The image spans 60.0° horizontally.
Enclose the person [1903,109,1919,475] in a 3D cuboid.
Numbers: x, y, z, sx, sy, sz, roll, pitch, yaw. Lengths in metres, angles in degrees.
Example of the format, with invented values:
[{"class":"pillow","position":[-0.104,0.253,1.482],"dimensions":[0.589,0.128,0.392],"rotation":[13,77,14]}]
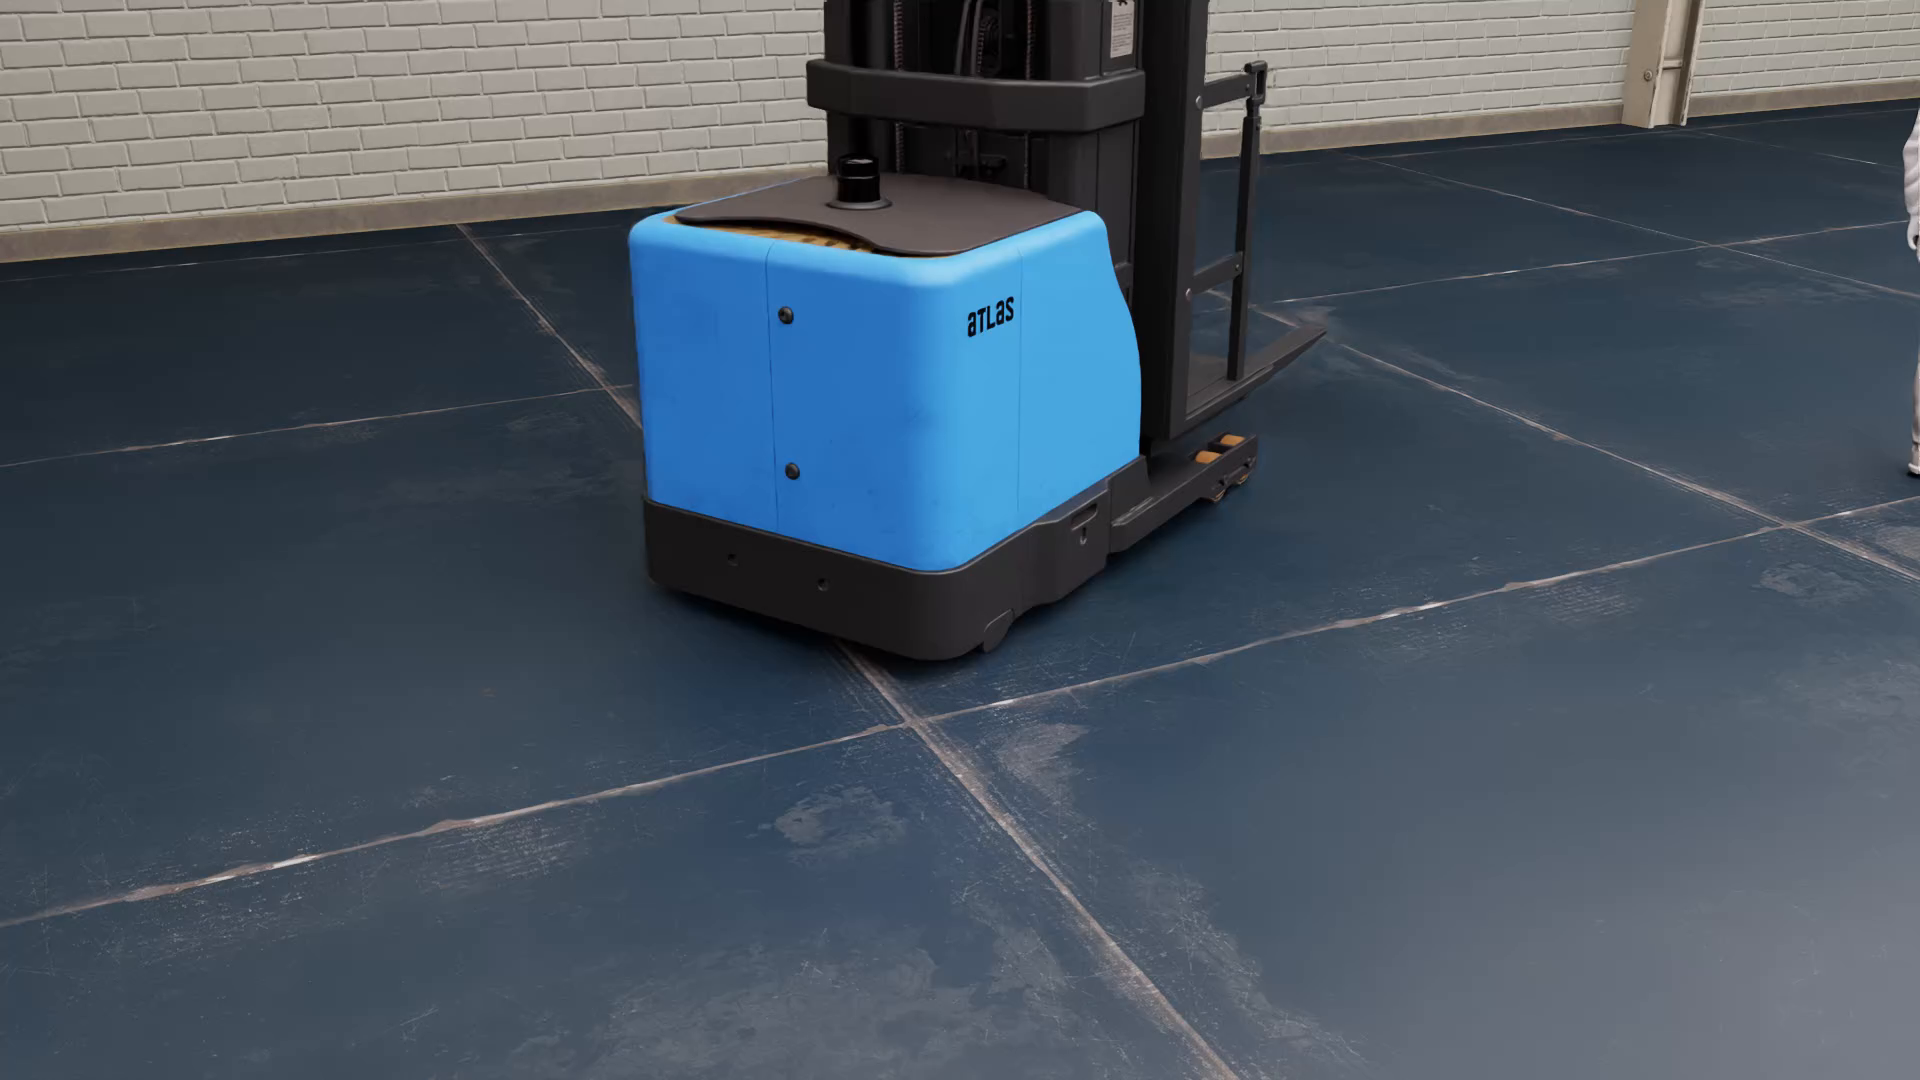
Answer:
[{"class":"person","position":[3.325,-1.013,5.321],"dimensions":[0.528,1.698,0.580],"rotation":[-13,26,-28]}]

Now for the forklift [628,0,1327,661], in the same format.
[{"class":"forklift","position":[0.341,-1.564,5.051],"dimensions":[1.130,2.935,3.031],"rotation":[14,26,30]}]
